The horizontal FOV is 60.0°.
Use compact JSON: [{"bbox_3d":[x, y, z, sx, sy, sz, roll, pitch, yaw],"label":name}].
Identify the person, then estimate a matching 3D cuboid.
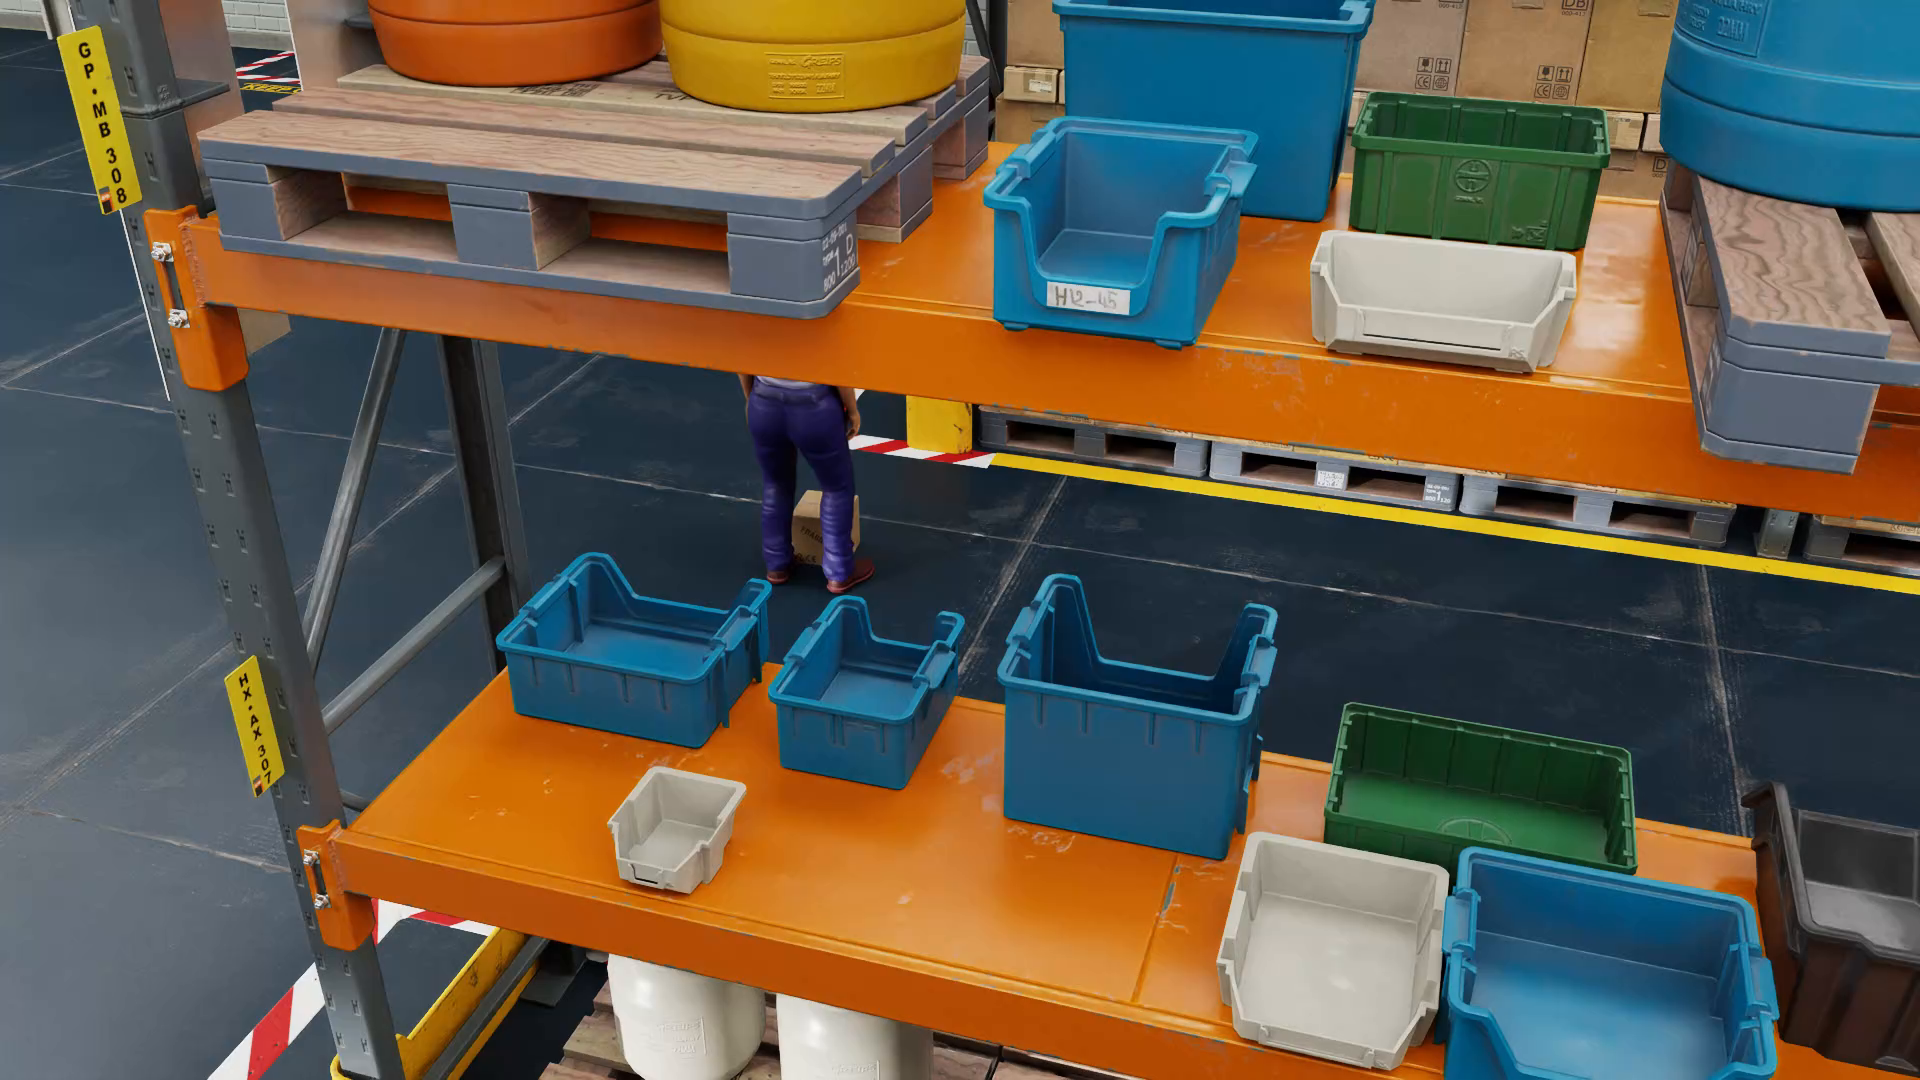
[{"bbox_3d":[-0.681,-0.549,7.109,0.538,1.652,0.371,9,31,15],"label":"person"}]
